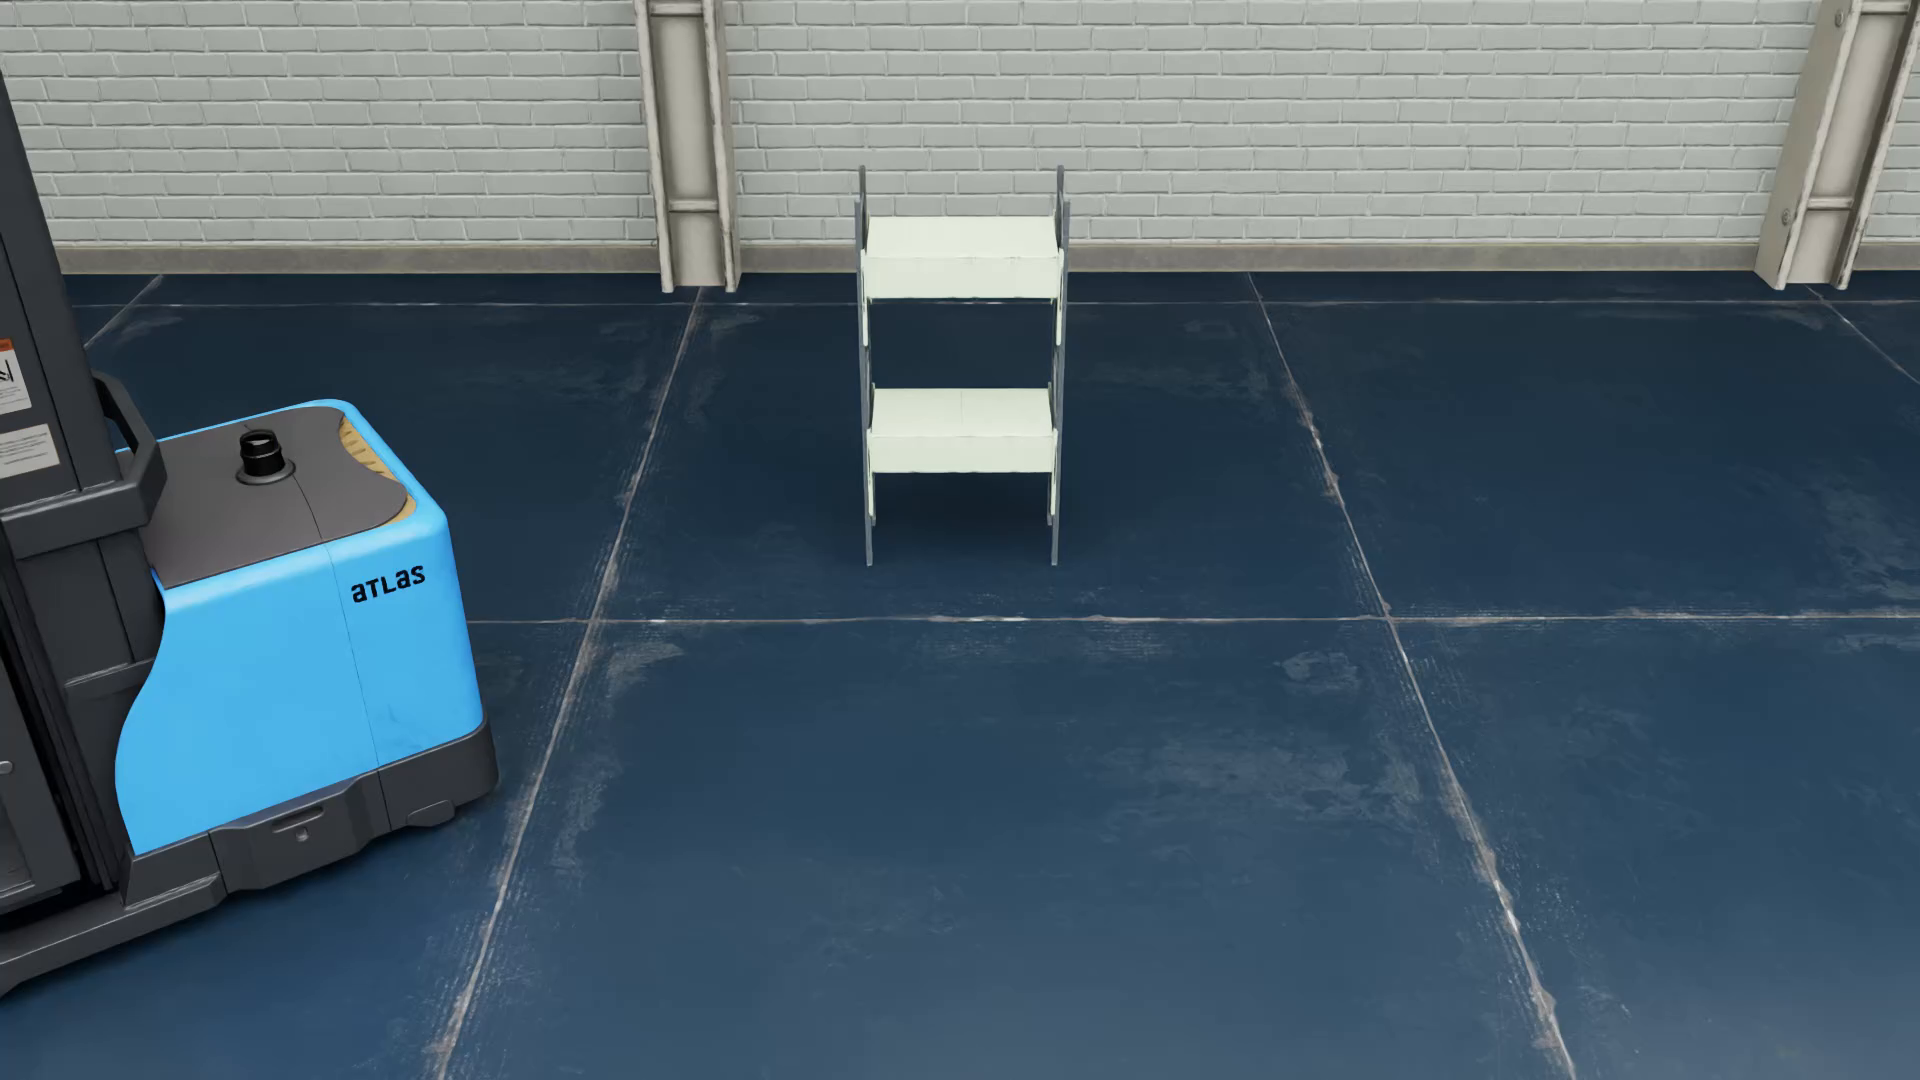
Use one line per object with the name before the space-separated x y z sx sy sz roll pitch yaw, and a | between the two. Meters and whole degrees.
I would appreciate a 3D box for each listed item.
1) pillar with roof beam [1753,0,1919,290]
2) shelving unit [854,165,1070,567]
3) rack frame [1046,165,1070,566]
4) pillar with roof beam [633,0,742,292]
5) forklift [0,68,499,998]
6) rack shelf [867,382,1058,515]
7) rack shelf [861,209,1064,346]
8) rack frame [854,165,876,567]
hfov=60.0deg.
pillar with roof beam | 4.621 -3.047 3.097 0.400 9.000 9.100 0 31 0
shelving unit | 0.007 -0.641 6.361 0.755 1.500 0.431 0 31 0
rack frame | 0.373 -0.642 6.363 0.023 1.500 0.400 0 31 0
pillar with roof beam | -1.379 -3.028 3.066 0.400 9.000 9.100 0 31 0
forklift | -2.985 -0.181 4.223 3.031 2.935 1.130 -20 36 -29
rack shelf | 0.007 -0.363 6.530 0.720 0.370 0.431 0 31 0
rack shelf | 0.007 -0.975 6.159 0.720 0.370 0.431 0 31 0
rack frame | -0.359 -0.640 6.359 0.023 1.500 0.400 0 31 0
